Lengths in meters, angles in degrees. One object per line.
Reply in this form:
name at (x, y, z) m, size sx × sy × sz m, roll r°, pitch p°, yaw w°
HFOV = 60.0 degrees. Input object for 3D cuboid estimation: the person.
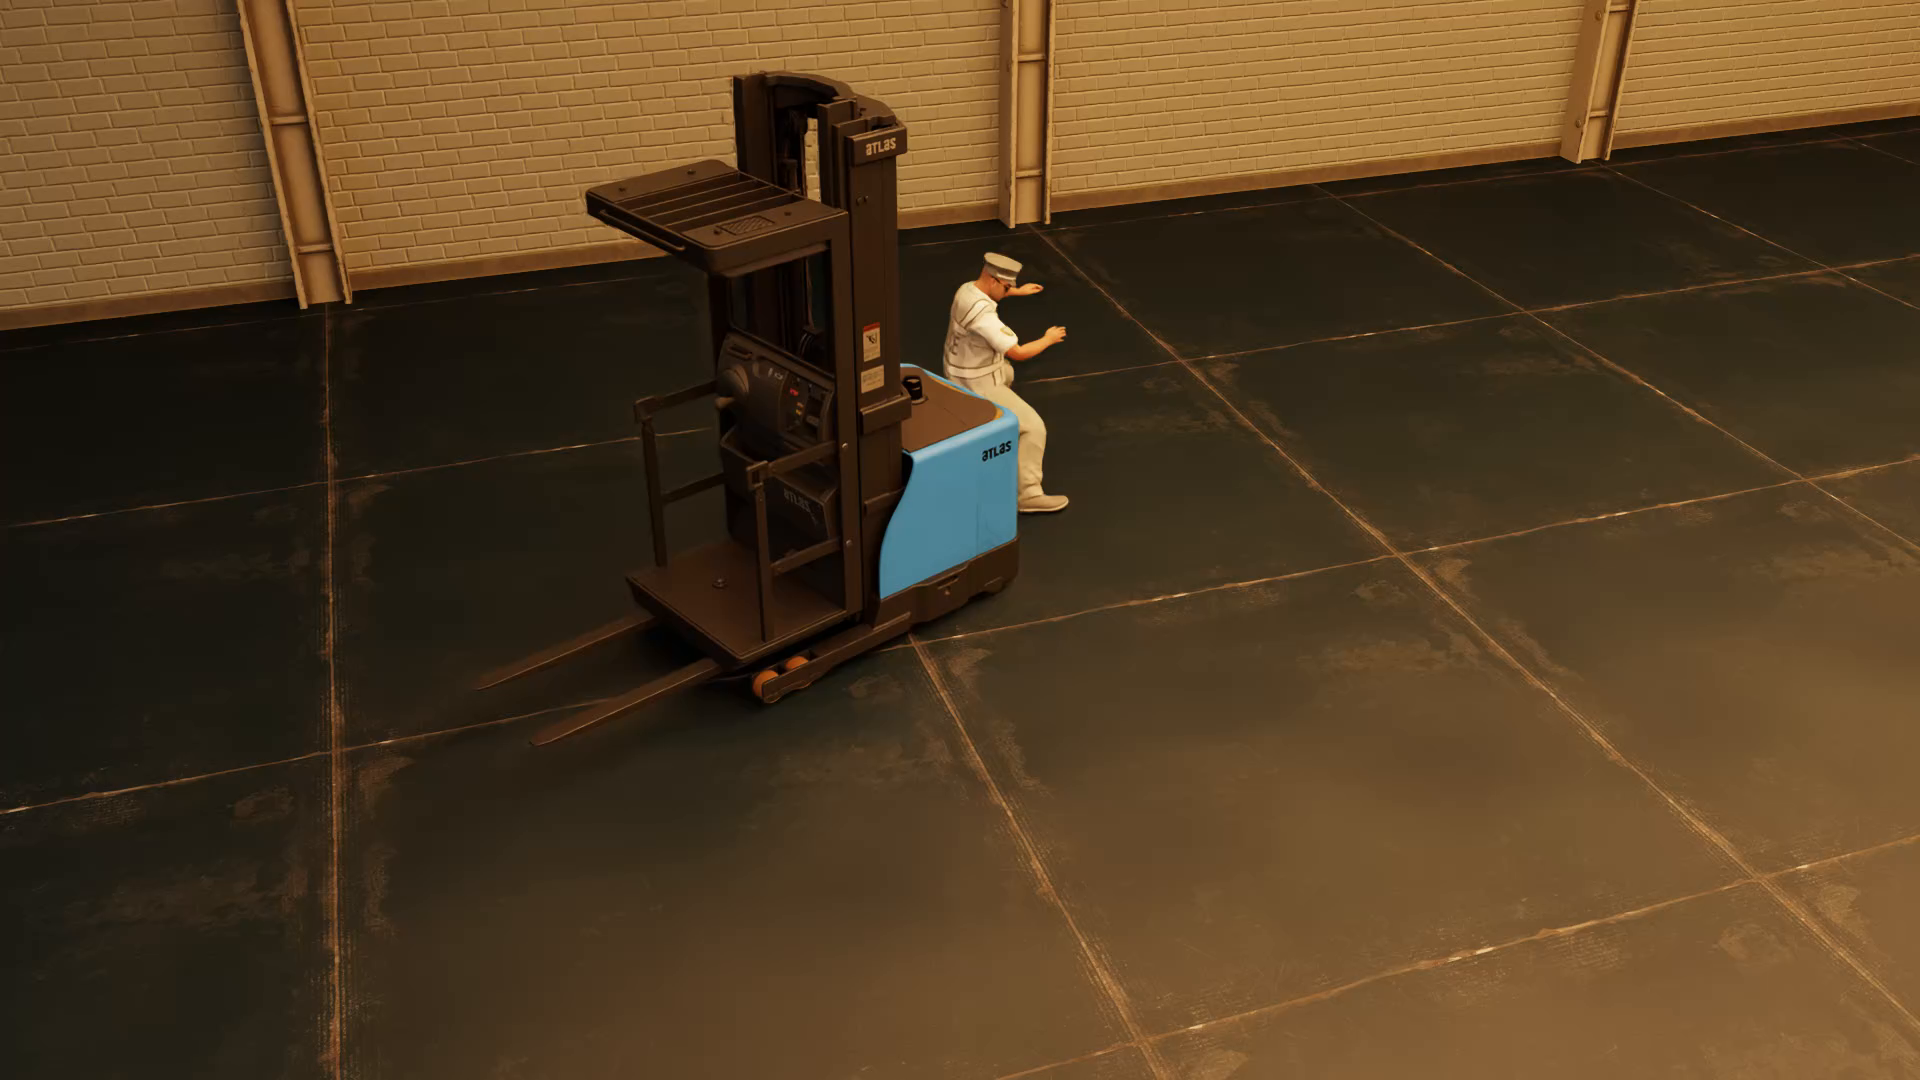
person at (0.270, -1.083, 10.388) m, size 0.744 × 1.500 × 1.151 m, roll -5°, pitch 30°, yaw -8°

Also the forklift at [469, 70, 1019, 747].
forklift at (-1.101, -0.725, 8.347) m, size 3.031 × 2.935 × 1.130 m, roll -24°, pitch 38°, yaw -35°
